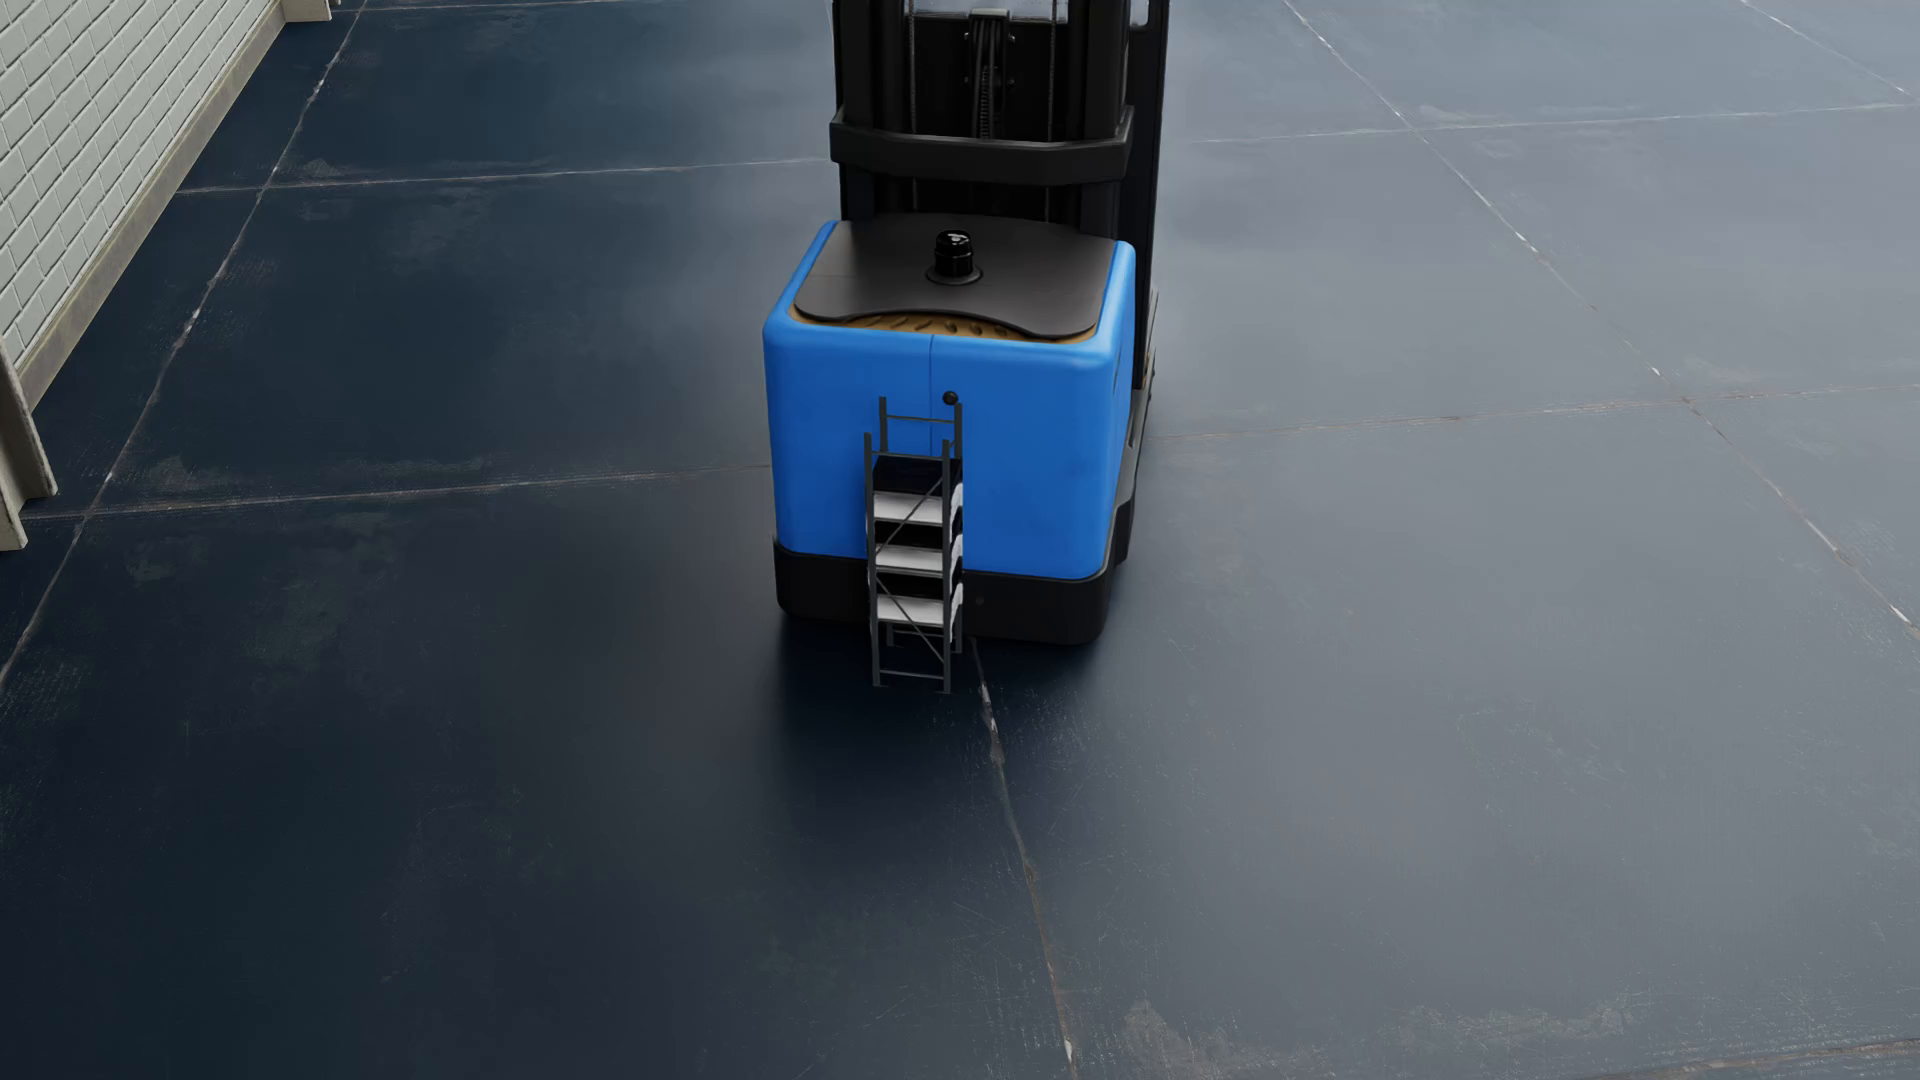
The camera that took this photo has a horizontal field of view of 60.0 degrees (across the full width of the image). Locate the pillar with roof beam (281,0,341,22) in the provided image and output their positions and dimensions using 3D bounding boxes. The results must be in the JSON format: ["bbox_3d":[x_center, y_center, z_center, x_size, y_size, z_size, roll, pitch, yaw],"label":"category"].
[{"bbox_3d":[0.065,-7.461,8.707,9.100,9.000,0.400,-4,35,-6],"label":"pillar with roof beam"}]

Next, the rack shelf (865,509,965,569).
[{"bbox_3d":[-0.130,-0.016,4.874,0.258,0.077,0.200,6,35,8],"label":"rack shelf"}]

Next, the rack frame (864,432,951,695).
[{"bbox_3d":[-0.147,0.087,4.823,0.240,0.900,0.006,6,35,8],"label":"rack frame"}]

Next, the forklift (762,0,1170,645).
[{"bbox_3d":[0.171,-1.707,5.652,1.130,2.935,3.031,6,35,8],"label":"forklift"}]

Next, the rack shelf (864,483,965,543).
[{"bbox_3d":[-0.130,-0.091,4.824,0.258,0.077,0.200,6,35,8],"label":"rack shelf"}]

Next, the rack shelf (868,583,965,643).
[{"bbox_3d":[-0.130,0.207,5.026,0.258,0.077,0.200,6,35,8],"label":"rack shelf"}]

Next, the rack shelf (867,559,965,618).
[{"bbox_3d":[-0.130,0.132,4.976,0.258,0.077,0.200,6,35,8],"label":"rack shelf"}]

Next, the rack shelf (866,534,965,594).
[{"bbox_3d":[-0.130,0.058,4.925,0.258,0.077,0.200,6,35,8],"label":"rack shelf"}]

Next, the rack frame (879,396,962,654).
[{"bbox_3d":[-0.113,-0.026,4.989,0.240,0.900,0.006,6,35,8],"label":"rack frame"}]

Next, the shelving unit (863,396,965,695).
[{"bbox_3d":[-0.130,0.030,4.906,0.258,0.900,0.210,6,35,8],"label":"shelving unit"}]

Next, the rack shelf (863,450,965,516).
[{"bbox_3d":[-0.130,-0.165,4.773,0.258,0.077,0.200,6,35,8],"label":"rack shelf"}]
